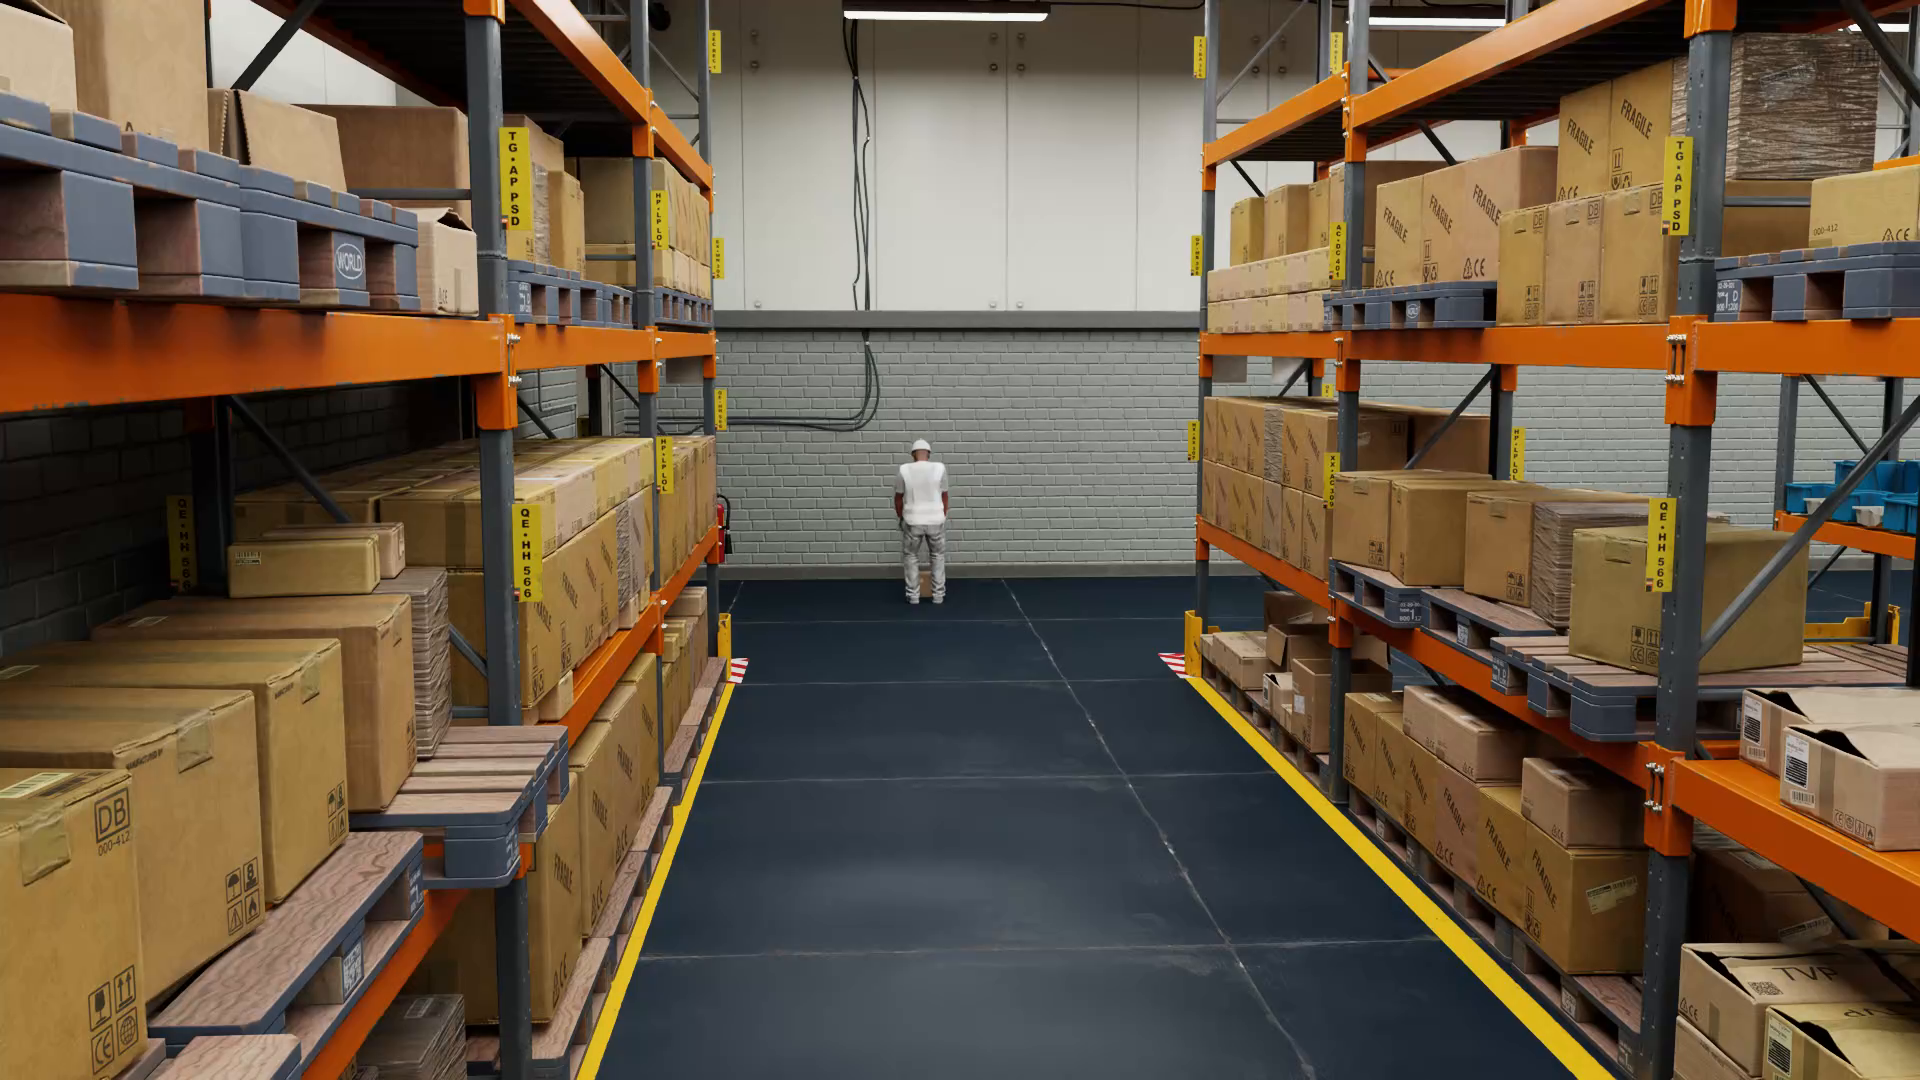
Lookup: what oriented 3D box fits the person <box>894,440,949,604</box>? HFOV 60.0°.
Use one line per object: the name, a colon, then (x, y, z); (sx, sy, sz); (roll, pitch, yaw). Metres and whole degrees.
person: (-0.406, -0.192, 17.546); (0.576, 1.721, 0.477); (0, 7, -2)
